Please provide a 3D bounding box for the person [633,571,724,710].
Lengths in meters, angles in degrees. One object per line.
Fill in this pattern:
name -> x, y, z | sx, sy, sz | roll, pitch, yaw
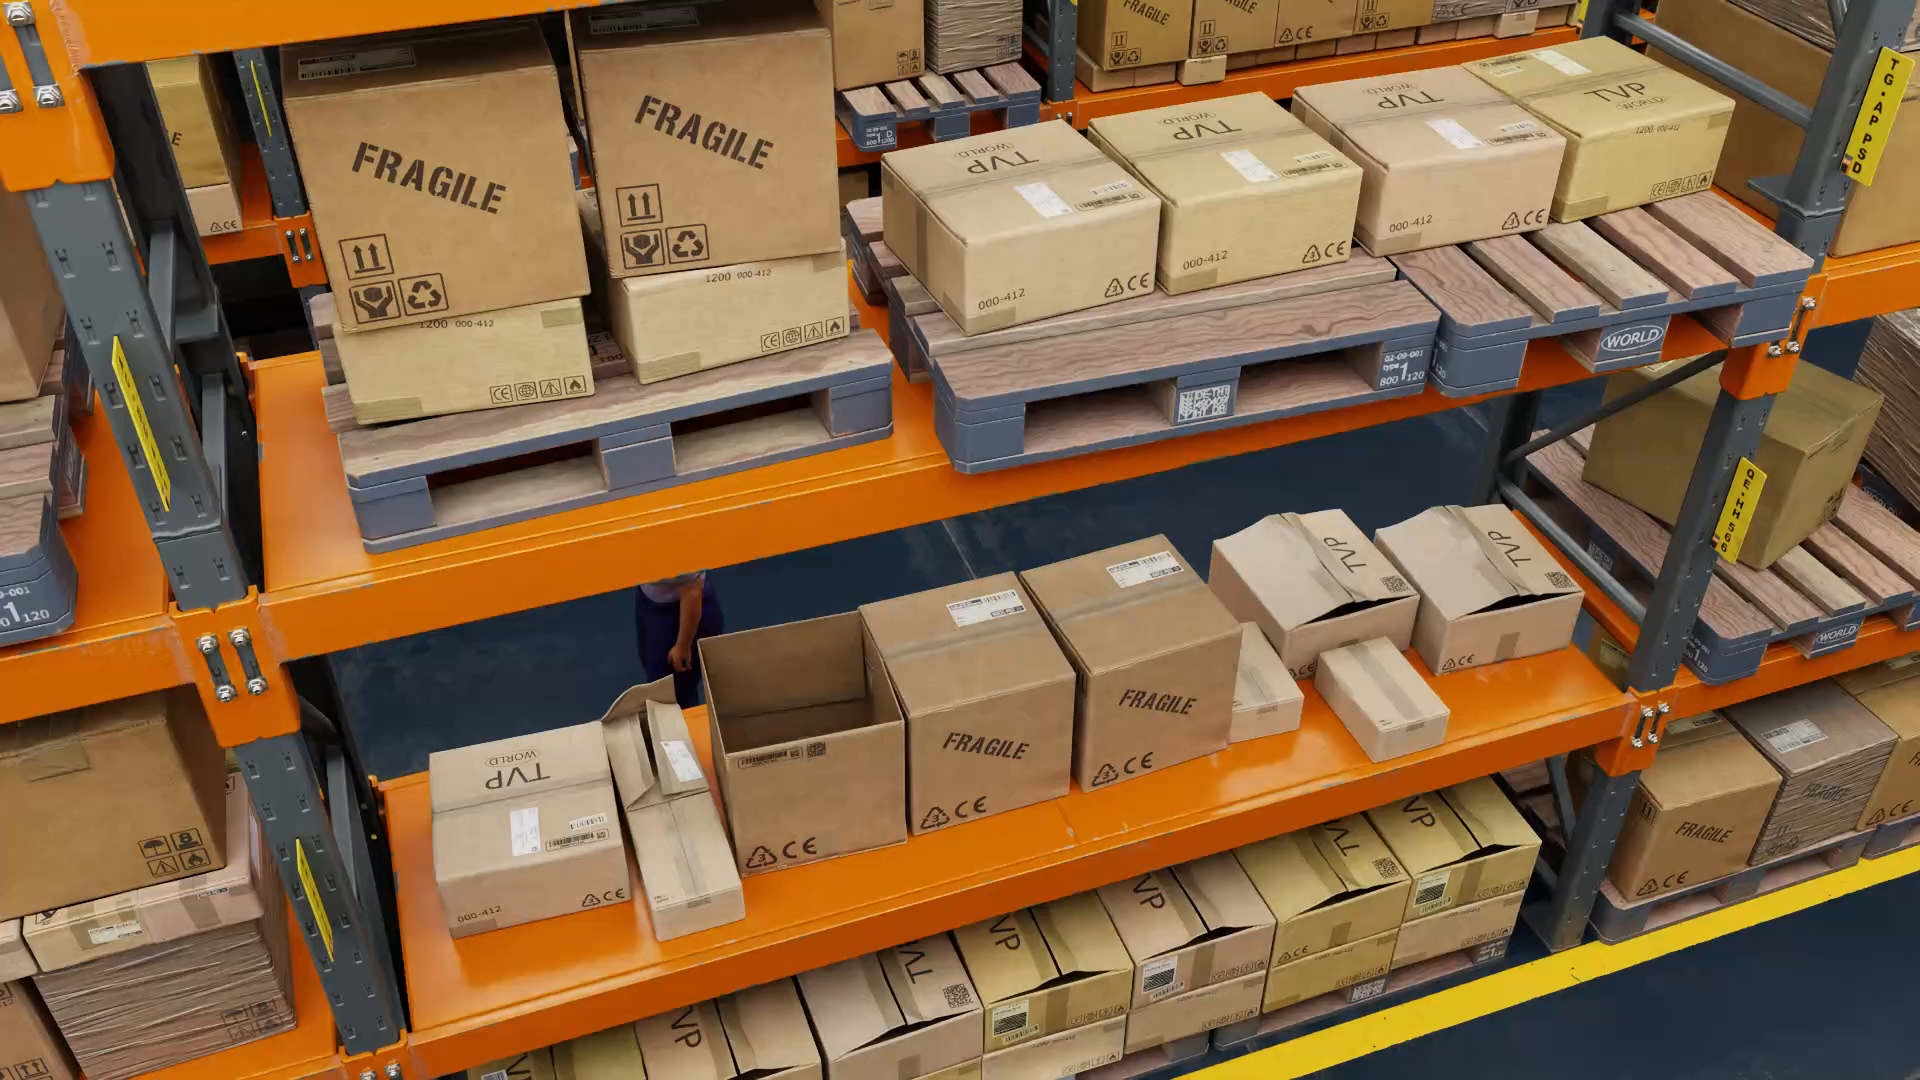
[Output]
person -> -1.152, 0.285, 6.436 | 0.425, 1.635, 0.549 | -14, 40, -18
